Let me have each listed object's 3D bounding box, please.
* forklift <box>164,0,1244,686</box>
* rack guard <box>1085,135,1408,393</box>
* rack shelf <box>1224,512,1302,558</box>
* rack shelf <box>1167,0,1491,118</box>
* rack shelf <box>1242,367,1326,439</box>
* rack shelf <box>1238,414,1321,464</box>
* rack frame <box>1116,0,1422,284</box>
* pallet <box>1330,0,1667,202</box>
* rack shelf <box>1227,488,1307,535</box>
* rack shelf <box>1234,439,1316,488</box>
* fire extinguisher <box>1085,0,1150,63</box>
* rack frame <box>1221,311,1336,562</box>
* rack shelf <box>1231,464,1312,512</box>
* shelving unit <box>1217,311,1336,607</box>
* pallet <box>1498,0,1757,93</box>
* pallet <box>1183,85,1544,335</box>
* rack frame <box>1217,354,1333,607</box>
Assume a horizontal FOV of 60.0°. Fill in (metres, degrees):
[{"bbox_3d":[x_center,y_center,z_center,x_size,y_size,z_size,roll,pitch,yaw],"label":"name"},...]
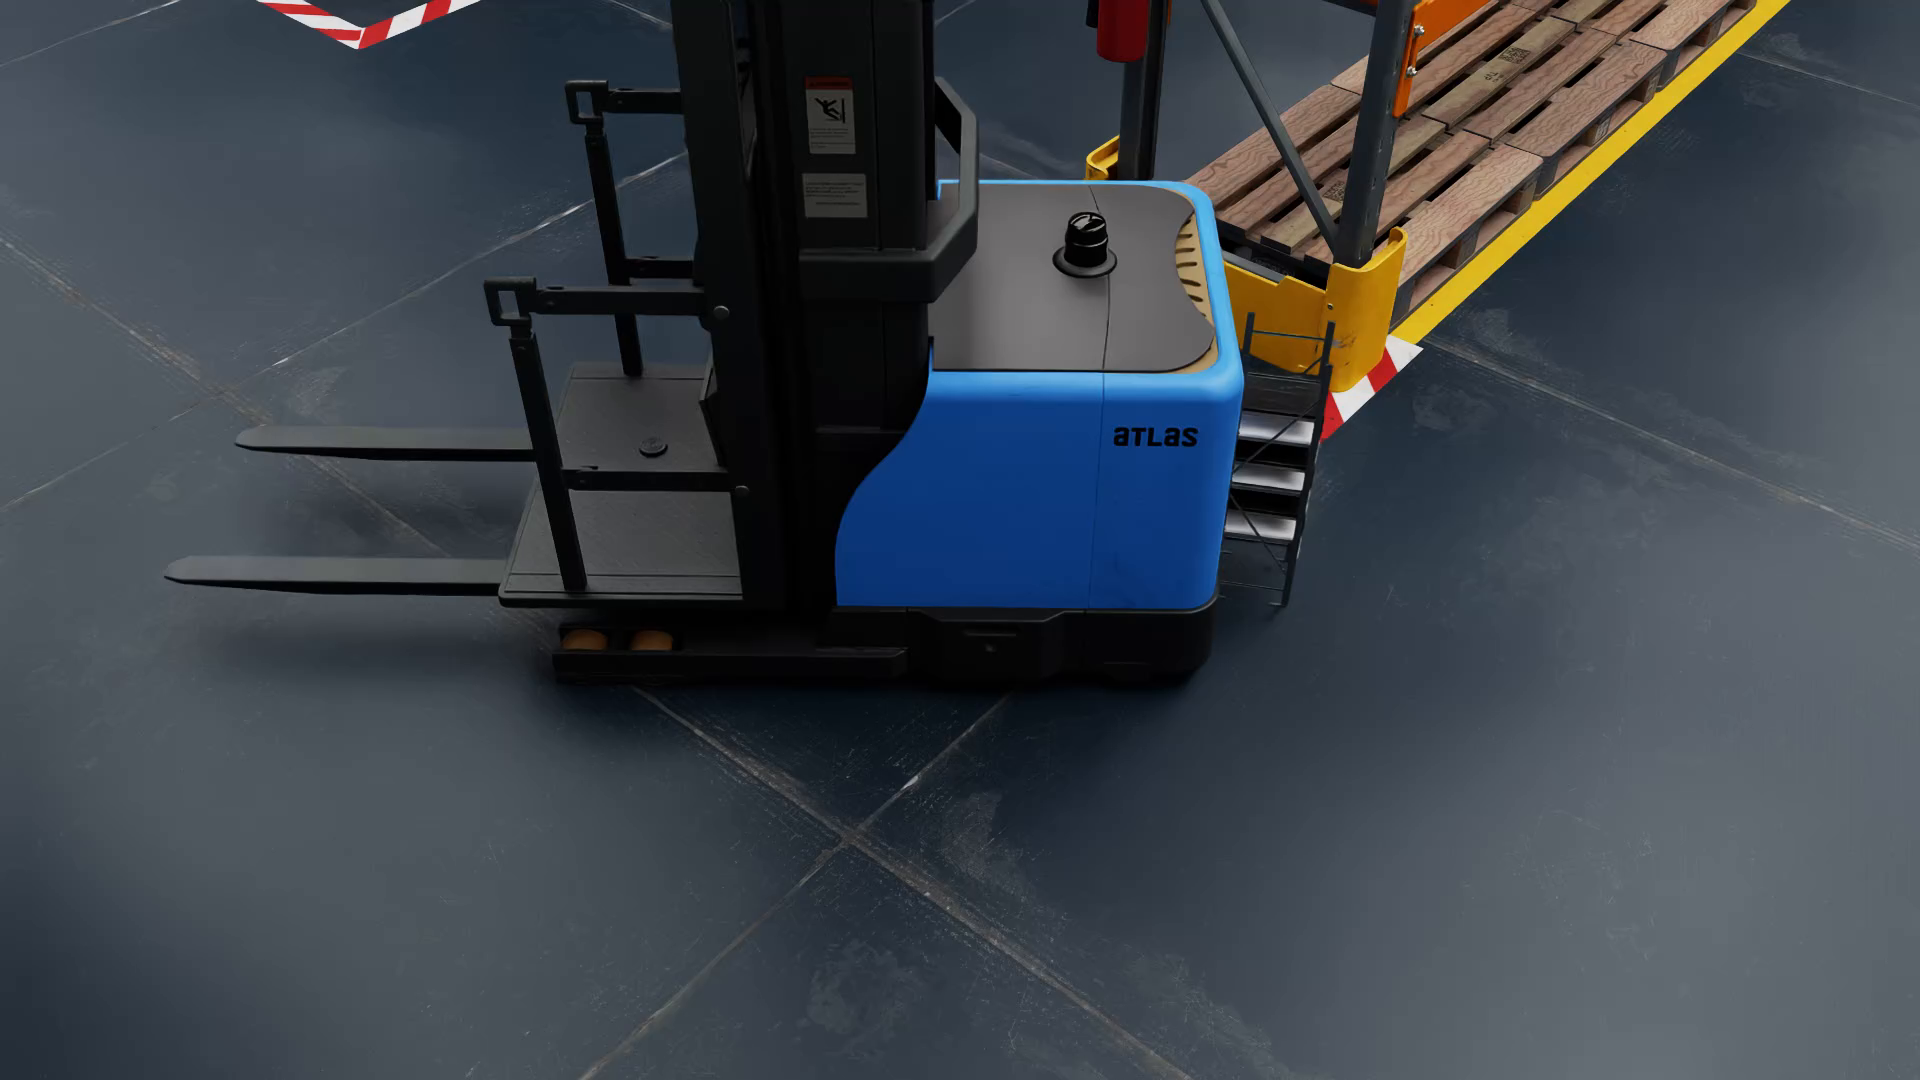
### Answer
[{"bbox_3d":[-0.784,-1.021,4.194,3.031,2.935,1.130,1,42,1],"label":"forklift"},{"bbox_3d":[0.990,-1.023,6.004,1.175,0.500,0.348,29,50,28],"label":"rack guard"},{"bbox_3d":[0.894,-0.057,4.960,0.258,0.077,0.200,8,43,8],"label":"rack shelf"},{"bbox_3d":[2.282,-2.730,6.557,1.077,0.370,4.000,29,50,28],"label":"rack shelf"},{"bbox_3d":[0.895,-0.391,4.658,0.258,0.077,0.200,8,43,8],"label":"rack shelf"},{"bbox_3d":[0.894,-0.324,4.718,0.258,0.077,0.200,8,43,8],"label":"rack shelf"},{"bbox_3d":[0.995,-1.966,5.182,1.000,3.000,0.127,29,50,28],"label":"rack frame"},{"bbox_3d":[2.341,-1.967,7.257,1.003,0.211,1.213,29,50,28],"label":"pallet"},{"bbox_3d":[0.894,-0.124,4.900,0.258,0.077,0.200,8,43,8],"label":"rack shelf"},{"bbox_3d":[0.894,-0.257,4.779,0.258,0.077,0.200,8,43,8],"label":"rack shelf"},{"bbox_3d":[0.550,-1.918,5.465,0.296,0.674,0.183,29,50,28],"label":"fire extinguisher"},{"bbox_3d":[0.914,-0.282,4.891,0.240,0.900,0.006,8,43,8],"label":"rack frame"},{"bbox_3d":[0.894,-0.190,4.839,0.258,0.077,0.200,8,43,8],"label":"rack shelf"},{"bbox_3d":[0.894,-0.215,4.817,0.258,0.900,0.210,8,43,8],"label":"shelving unit"},{"bbox_3d":[3.126,-2.598,7.951,1.003,0.211,1.213,29,50,28],"label":"pallet"},{"bbox_3d":[1.555,-1.342,6.569,1.003,0.211,1.213,29,50,28],"label":"pallet"},{"bbox_3d":[0.874,-0.148,4.743,0.240,0.900,0.006,8,43,8],"label":"rack frame"}]
